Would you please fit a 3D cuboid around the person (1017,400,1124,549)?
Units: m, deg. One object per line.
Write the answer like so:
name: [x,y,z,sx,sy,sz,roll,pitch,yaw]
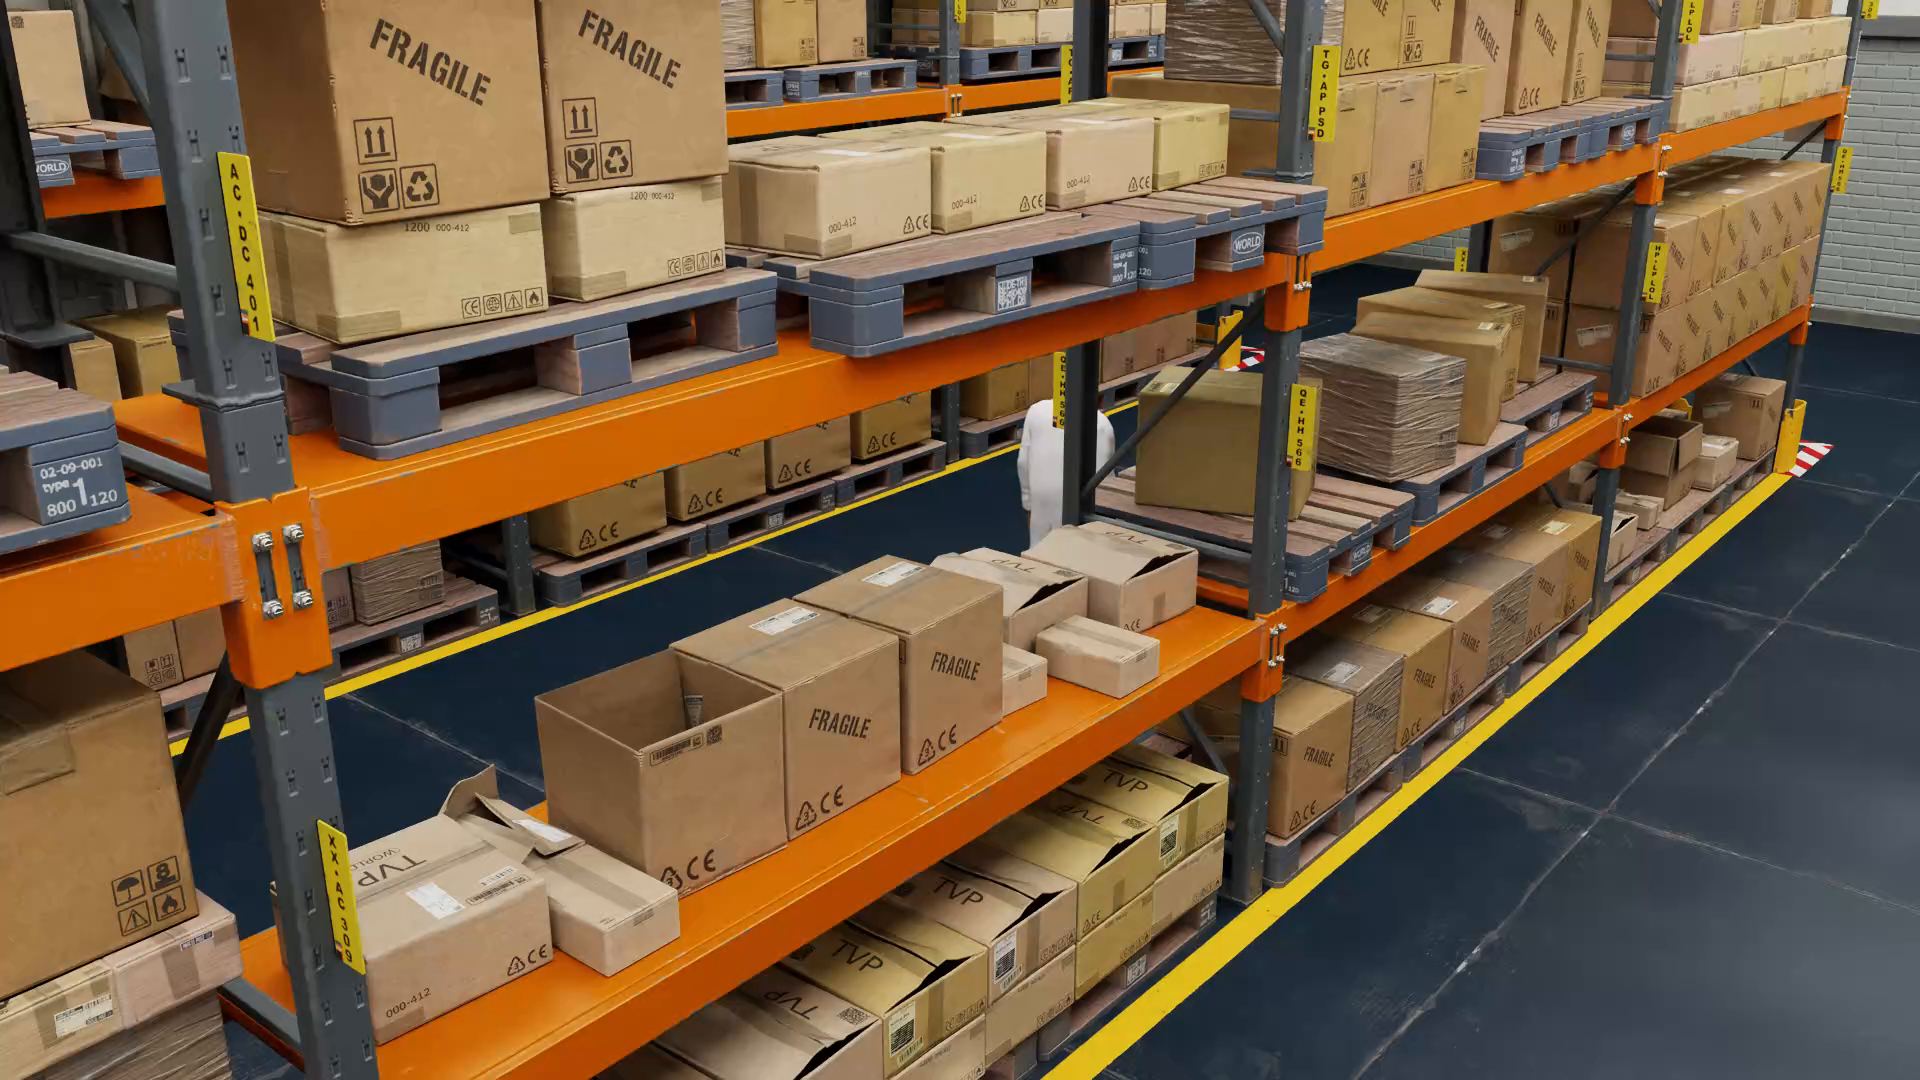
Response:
person: [0.593,-0.115,8.914,0.642,1.774,0.421,16,25,37]
